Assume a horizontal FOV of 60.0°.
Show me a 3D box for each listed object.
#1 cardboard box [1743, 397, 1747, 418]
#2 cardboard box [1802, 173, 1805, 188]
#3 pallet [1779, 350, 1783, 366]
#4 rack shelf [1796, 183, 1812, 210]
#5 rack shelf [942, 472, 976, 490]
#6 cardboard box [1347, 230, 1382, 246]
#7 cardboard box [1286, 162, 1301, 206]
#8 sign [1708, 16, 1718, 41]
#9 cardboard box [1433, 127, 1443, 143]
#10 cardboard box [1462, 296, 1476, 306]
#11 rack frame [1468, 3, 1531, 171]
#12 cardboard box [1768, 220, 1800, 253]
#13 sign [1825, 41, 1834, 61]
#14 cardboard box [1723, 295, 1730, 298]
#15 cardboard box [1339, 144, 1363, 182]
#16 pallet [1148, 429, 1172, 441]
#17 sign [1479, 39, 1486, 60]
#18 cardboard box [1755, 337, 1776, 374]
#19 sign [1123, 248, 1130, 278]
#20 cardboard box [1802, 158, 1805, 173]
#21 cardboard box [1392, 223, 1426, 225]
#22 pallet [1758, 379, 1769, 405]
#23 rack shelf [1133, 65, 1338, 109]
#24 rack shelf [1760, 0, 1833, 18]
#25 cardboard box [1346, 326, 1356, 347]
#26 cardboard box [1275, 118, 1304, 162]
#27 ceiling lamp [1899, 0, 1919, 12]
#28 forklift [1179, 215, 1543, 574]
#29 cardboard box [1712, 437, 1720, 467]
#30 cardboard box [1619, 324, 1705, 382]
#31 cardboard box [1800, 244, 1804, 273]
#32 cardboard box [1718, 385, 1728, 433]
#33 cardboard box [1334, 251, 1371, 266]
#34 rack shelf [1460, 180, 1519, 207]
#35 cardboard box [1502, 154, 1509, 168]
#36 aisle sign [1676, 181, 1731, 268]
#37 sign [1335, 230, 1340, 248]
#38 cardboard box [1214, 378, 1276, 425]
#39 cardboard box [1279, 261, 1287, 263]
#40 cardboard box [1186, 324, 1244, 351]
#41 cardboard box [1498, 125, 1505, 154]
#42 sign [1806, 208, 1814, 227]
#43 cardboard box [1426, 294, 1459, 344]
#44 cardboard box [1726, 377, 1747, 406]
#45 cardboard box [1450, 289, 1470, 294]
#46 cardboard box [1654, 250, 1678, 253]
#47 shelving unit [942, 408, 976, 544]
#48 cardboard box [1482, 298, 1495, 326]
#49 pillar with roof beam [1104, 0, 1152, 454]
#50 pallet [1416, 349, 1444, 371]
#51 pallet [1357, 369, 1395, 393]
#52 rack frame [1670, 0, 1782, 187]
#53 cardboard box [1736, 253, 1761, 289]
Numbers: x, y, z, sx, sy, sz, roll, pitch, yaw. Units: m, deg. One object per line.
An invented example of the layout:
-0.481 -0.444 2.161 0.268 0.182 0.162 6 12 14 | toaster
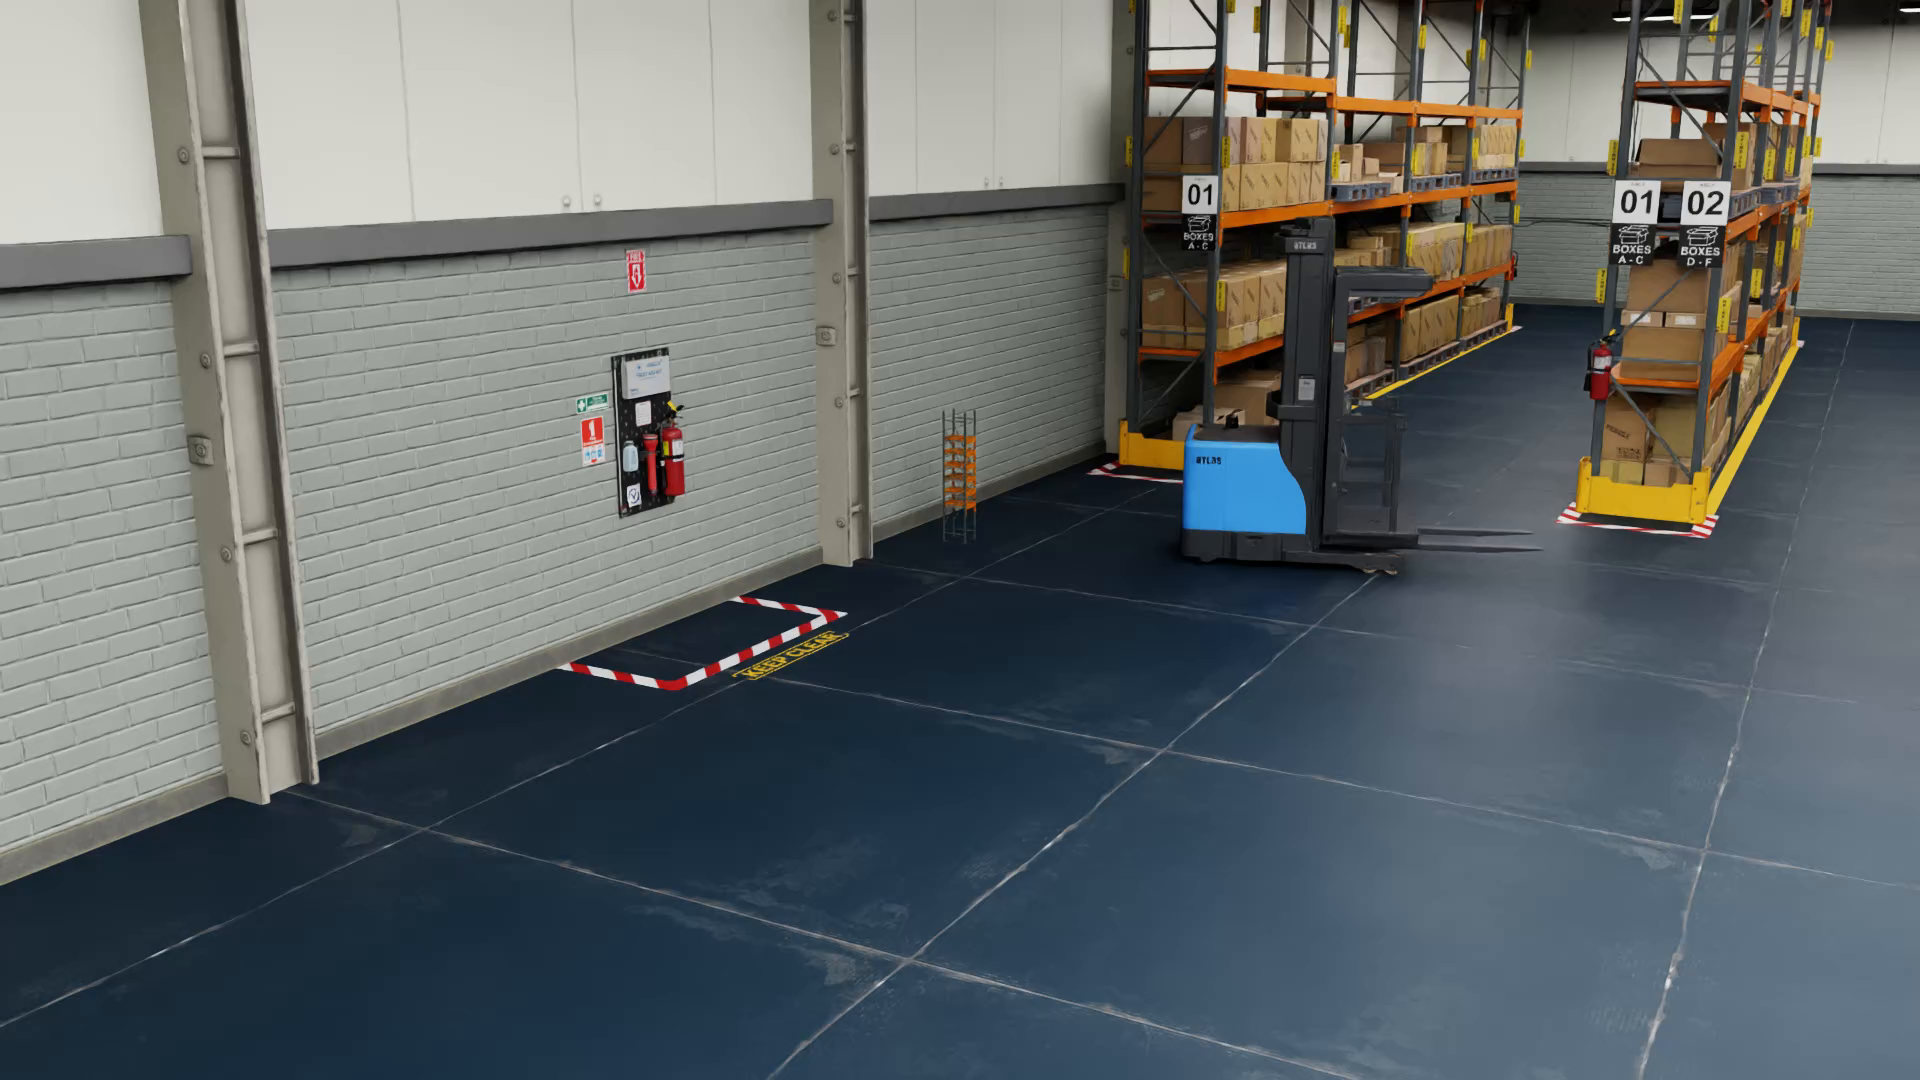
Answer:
9.510 -1.666 20.733 0.500 0.250 0.500 7 15 26 | cardboard box
13.410 -5.836 26.977 0.500 0.250 0.500 7 15 28 | cardboard box
12.802 -2.959 27.075 1.003 0.211 1.213 7 15 28 | pallet
13.436 -5.693 27.599 1.077 0.370 4.000 7 15 28 | rack shelf
-0.007 -0.537 15.107 0.258 0.103 0.180 7 15 28 | rack shelf
6.190 -4.604 25.456 0.500 0.250 0.500 8 16 30 | cardboard box
3.746 -4.258 19.856 0.500 0.500 0.500 7 15 26 | cardboard box
10.056 -6.822 22.185 0.100 0.325 0.005 7 15 28 | sign
7.591 -6.654 27.299 0.500 0.250 0.500 9 16 32 | cardboard box
8.908 -4.230 29.451 0.380 0.149 0.250 8 16 30 | cardboard box
10.065 -8.472 31.190 1.000 3.000 0.127 7 15 28 | rack frame
13.193 -4.880 26.744 0.500 0.500 0.500 7 15 26 | cardboard box
14.879 -8.375 28.459 0.100 0.325 0.005 7 15 28 | sign
8.043 -2.557 17.857 0.380 0.149 0.250 8 16 30 | cardboard box
5.195 -5.161 22.746 0.500 0.500 0.500 7 15 26 | cardboard box
2.791 -1.095 19.344 1.003 0.211 1.213 7 15 28 | pallet
8.612 -8.085 27.423 0.100 0.325 0.005 7 15 28 | sign
11.749 -2.731 24.574 0.500 0.500 0.500 7 15 26 | cardboard box
1.854 -3.056 18.383 0.100 0.325 0.005 7 15 28 | sign
13.162 -5.977 26.495 0.500 0.250 0.500 7 15 28 | cardboard box
7.434 -5.129 27.635 0.500 0.250 0.500 8 15 29 | cardboard box
10.930 -2.147 23.705 1.003 0.211 1.213 7 15 28 | pallet
3.297 -5.248 19.361 1.077 0.370 4.000 7 15 28 | rack shelf
13.436 -8.767 26.858 1.077 0.370 4.000 7 15 28 | rack shelf
5.321 -2.908 23.706 0.500 0.250 0.500 7 15 28 | cardboard box
3.760 -4.741 19.724 0.500 0.500 0.500 7 15 26 | cardboard box
17.889 -11.016 29.287 2.000 3.185 0.800 7 15 28 | ceiling lamp
3.475 -1.270 14.264 3.031 2.935 1.130 3 14 10 | forklift
7.849 -0.972 17.853 0.500 0.250 0.500 7 15 28 | cardboard box
6.905 -1.855 16.332 0.700 0.500 0.500 7 15 28 | cardboard box
14.425 -4.921 29.048 0.500 0.500 0.500 8 16 30 | cardboard box
8.079 -1.441 18.197 0.500 0.500 0.500 7 15 28 | cardboard box
5.396 -3.821 23.547 0.700 0.500 0.500 7 15 28 | cardboard box
9.098 -6.254 29.924 1.077 0.370 4.000 7 15 28 | rack shelf
9.693 -6.906 30.307 0.500 0.250 0.500 7 15 26 | cardboard box
6.905 -2.928 15.448 0.394 0.787 0.004 7 15 28 | aisle sign
5.710 -4.539 25.208 0.100 0.325 0.005 7 15 28 | sign
3.418 -1.665 20.151 0.700 0.500 0.500 6 15 25 | cardboard box
4.306 -3.263 21.061 0.500 0.500 0.500 7 15 28 | cardboard box
2.844 -2.274 18.559 0.500 0.250 0.500 7 15 26 | cardboard box
9.454 -7.168 29.791 0.500 0.500 0.500 7 15 26 | cardboard box
14.879 -5.644 29.118 0.100 0.325 0.005 7 15 28 | sign
7.931 -3.746 28.078 0.750 0.750 0.750 8 15 29 | cardboard box
9.267 -1.832 20.222 0.500 0.311 0.500 7 15 27 | cardboard box
9.212 -4.546 30.758 0.380 0.149 0.250 8 16 29 | cardboard box
7.424 -2.709 17.105 0.700 0.500 0.500 7 15 28 | cardboard box
-0.007 -0.580 15.097 0.258 1.200 0.189 7 15 28 | shelving unit
9.572 -4.287 31.069 0.700 0.500 0.500 7 15 28 | cardboard box
5.680 -4.943 16.553 9.100 9.000 0.400 7 15 28 | pillar with roof beam
7.236 -2.961 27.082 1.003 0.211 1.213 7 15 28 | pallet
5.819 -2.398 24.748 1.003 0.211 1.213 7 15 28 | pallet
8.602 -5.449 18.653 1.000 3.000 0.127 7 15 28 | rack frame
10.742 -3.748 23.289 0.700 0.500 0.500 2 14 9 | cardboard box
